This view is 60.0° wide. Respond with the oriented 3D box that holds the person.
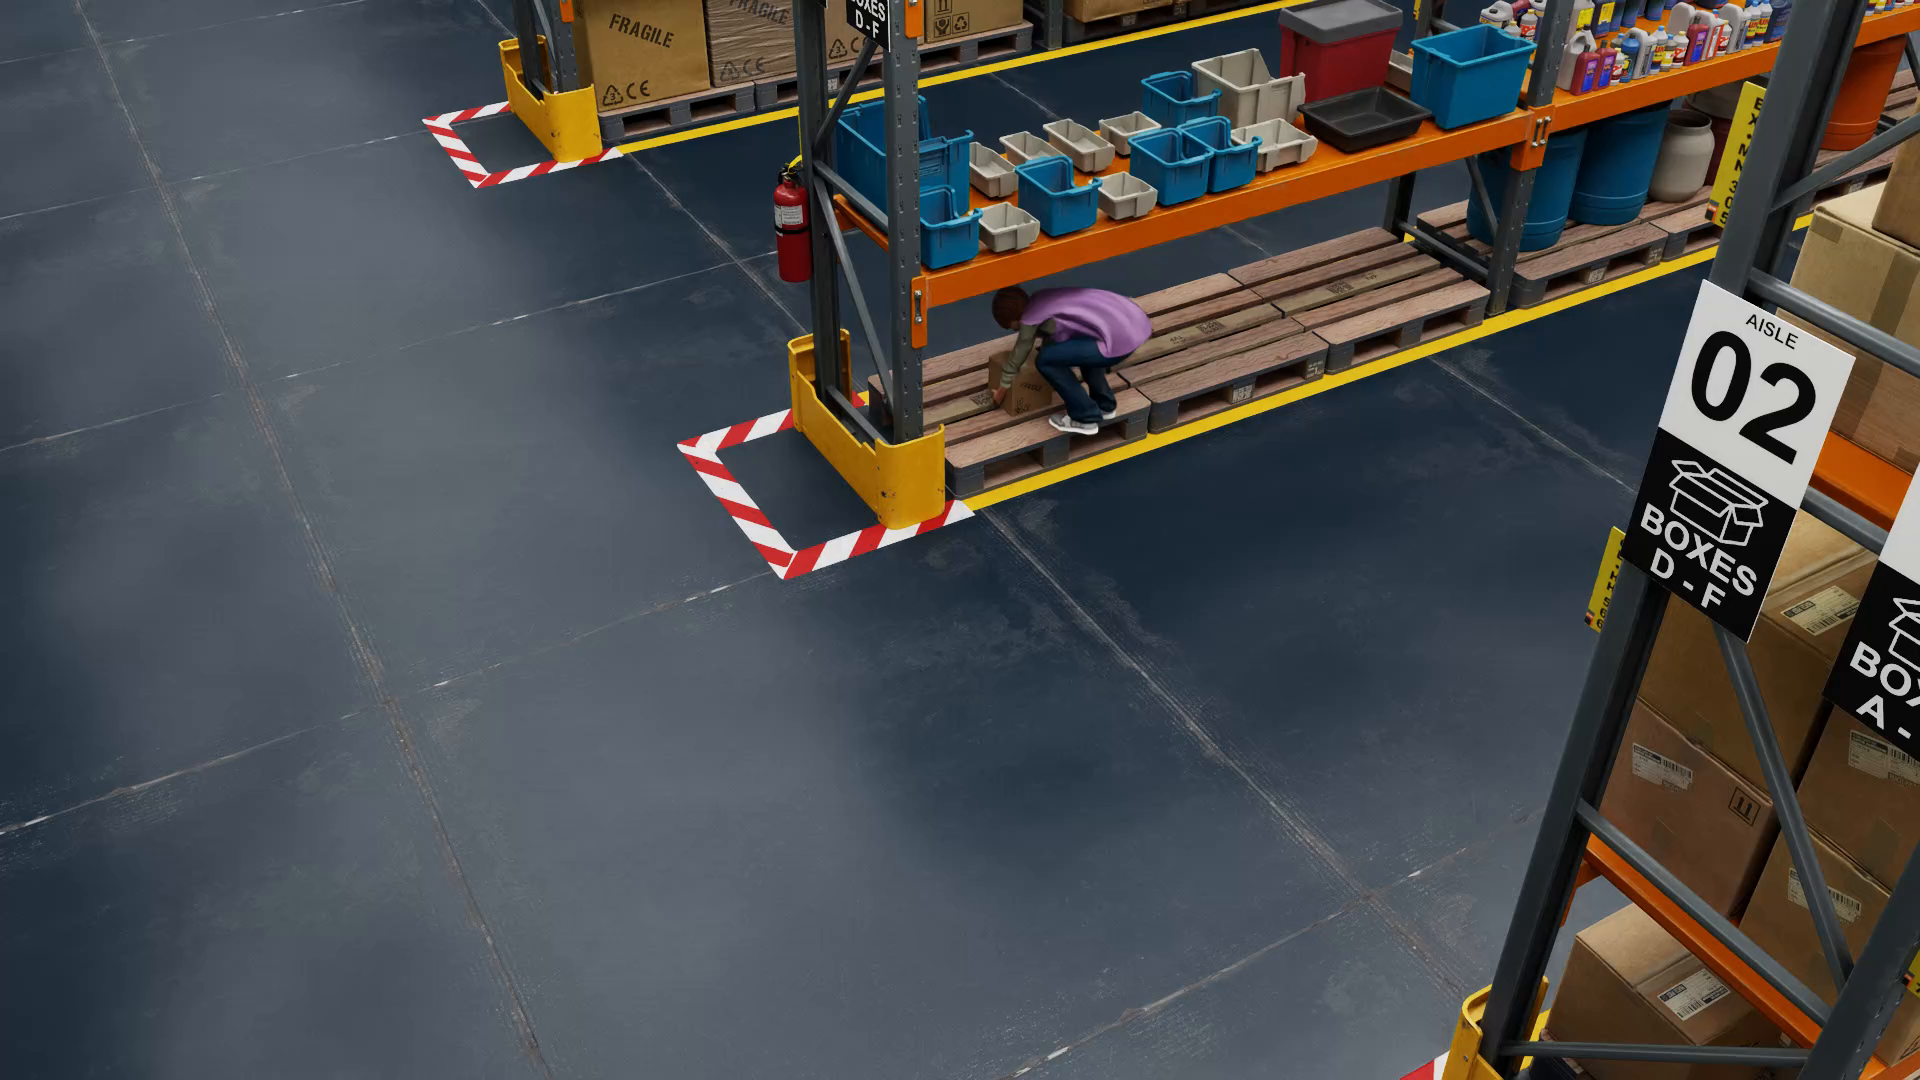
[{"bbox_3d":[0.548,-0.943,8.553,0.871,0.796,0.420,20,42,24],"label":"person"}]
